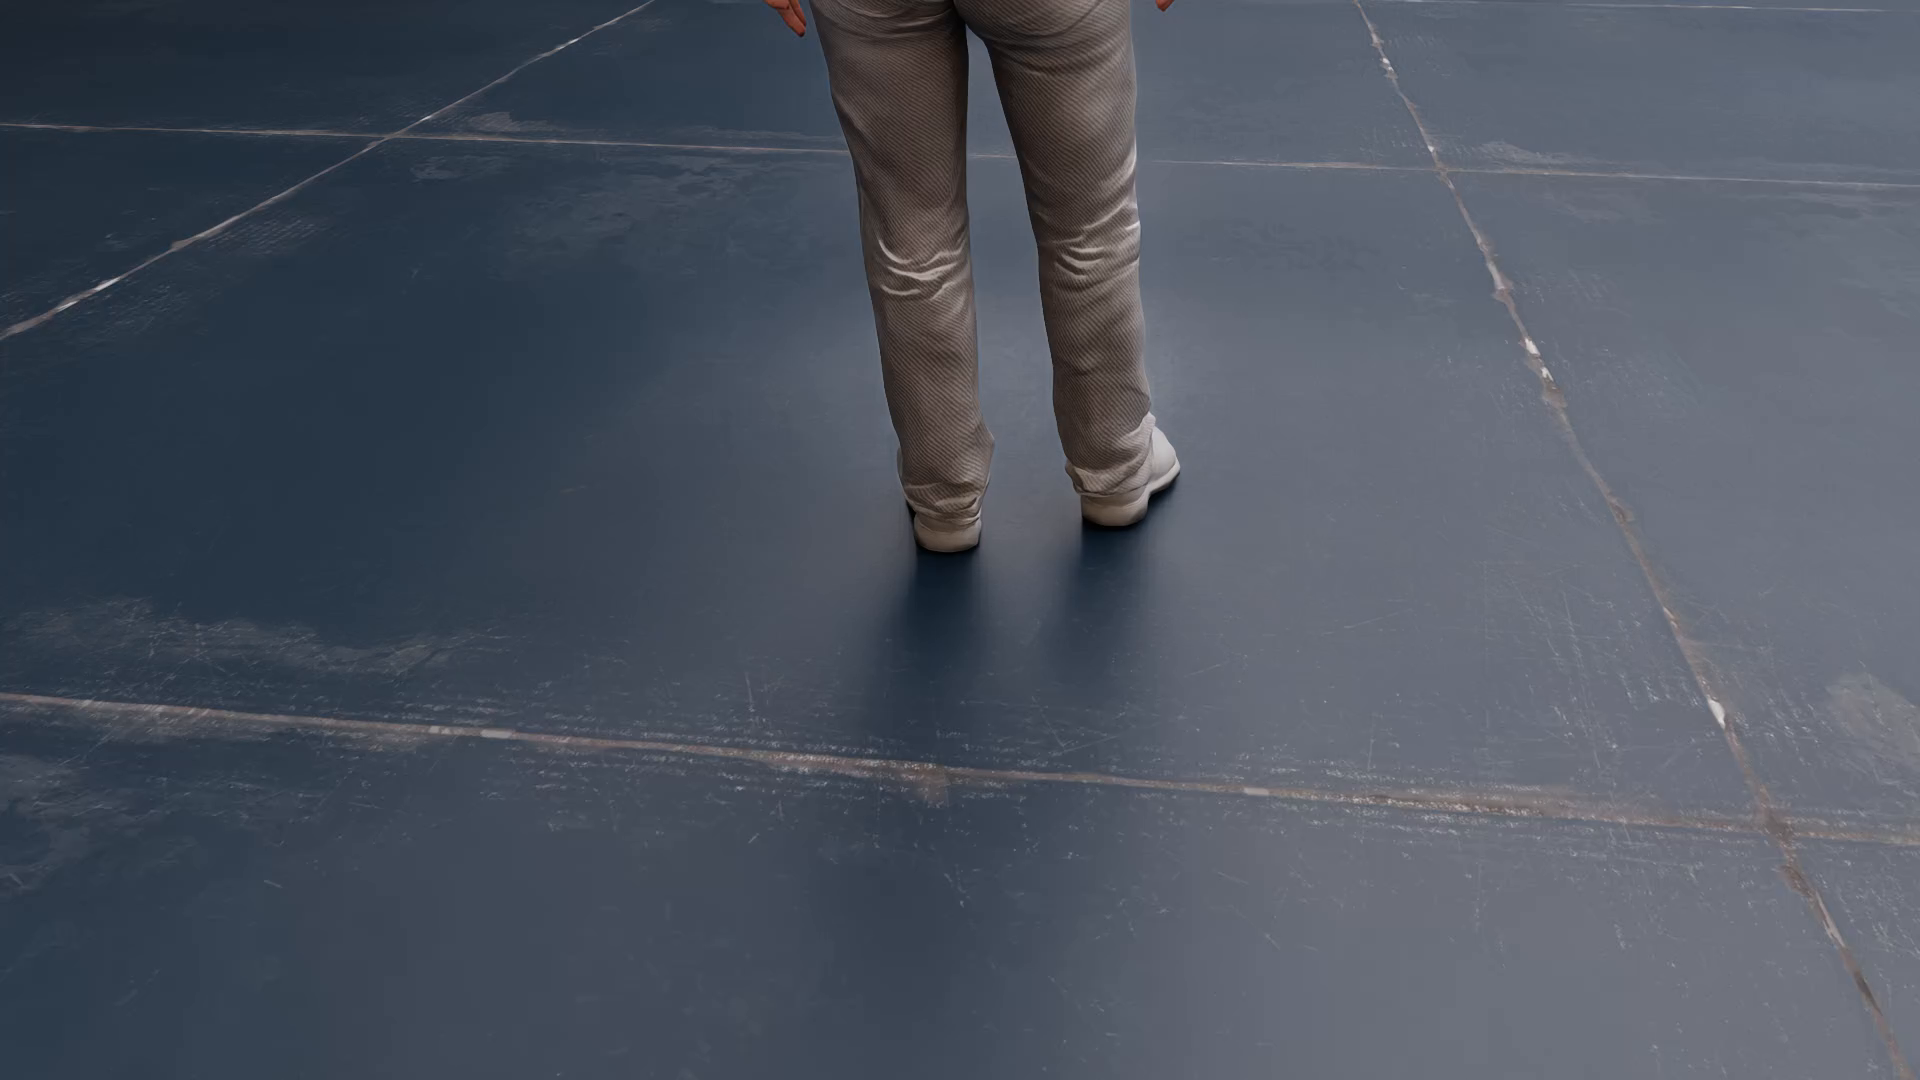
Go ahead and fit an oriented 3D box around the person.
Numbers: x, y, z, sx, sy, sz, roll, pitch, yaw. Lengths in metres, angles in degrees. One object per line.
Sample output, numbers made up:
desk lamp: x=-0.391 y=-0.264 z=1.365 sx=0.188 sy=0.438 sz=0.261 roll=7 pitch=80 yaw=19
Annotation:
person: x=0.015 y=-0.828 z=2.156 sx=0.634 sy=1.775 sz=0.566 roll=3 pitch=27 yaw=7
